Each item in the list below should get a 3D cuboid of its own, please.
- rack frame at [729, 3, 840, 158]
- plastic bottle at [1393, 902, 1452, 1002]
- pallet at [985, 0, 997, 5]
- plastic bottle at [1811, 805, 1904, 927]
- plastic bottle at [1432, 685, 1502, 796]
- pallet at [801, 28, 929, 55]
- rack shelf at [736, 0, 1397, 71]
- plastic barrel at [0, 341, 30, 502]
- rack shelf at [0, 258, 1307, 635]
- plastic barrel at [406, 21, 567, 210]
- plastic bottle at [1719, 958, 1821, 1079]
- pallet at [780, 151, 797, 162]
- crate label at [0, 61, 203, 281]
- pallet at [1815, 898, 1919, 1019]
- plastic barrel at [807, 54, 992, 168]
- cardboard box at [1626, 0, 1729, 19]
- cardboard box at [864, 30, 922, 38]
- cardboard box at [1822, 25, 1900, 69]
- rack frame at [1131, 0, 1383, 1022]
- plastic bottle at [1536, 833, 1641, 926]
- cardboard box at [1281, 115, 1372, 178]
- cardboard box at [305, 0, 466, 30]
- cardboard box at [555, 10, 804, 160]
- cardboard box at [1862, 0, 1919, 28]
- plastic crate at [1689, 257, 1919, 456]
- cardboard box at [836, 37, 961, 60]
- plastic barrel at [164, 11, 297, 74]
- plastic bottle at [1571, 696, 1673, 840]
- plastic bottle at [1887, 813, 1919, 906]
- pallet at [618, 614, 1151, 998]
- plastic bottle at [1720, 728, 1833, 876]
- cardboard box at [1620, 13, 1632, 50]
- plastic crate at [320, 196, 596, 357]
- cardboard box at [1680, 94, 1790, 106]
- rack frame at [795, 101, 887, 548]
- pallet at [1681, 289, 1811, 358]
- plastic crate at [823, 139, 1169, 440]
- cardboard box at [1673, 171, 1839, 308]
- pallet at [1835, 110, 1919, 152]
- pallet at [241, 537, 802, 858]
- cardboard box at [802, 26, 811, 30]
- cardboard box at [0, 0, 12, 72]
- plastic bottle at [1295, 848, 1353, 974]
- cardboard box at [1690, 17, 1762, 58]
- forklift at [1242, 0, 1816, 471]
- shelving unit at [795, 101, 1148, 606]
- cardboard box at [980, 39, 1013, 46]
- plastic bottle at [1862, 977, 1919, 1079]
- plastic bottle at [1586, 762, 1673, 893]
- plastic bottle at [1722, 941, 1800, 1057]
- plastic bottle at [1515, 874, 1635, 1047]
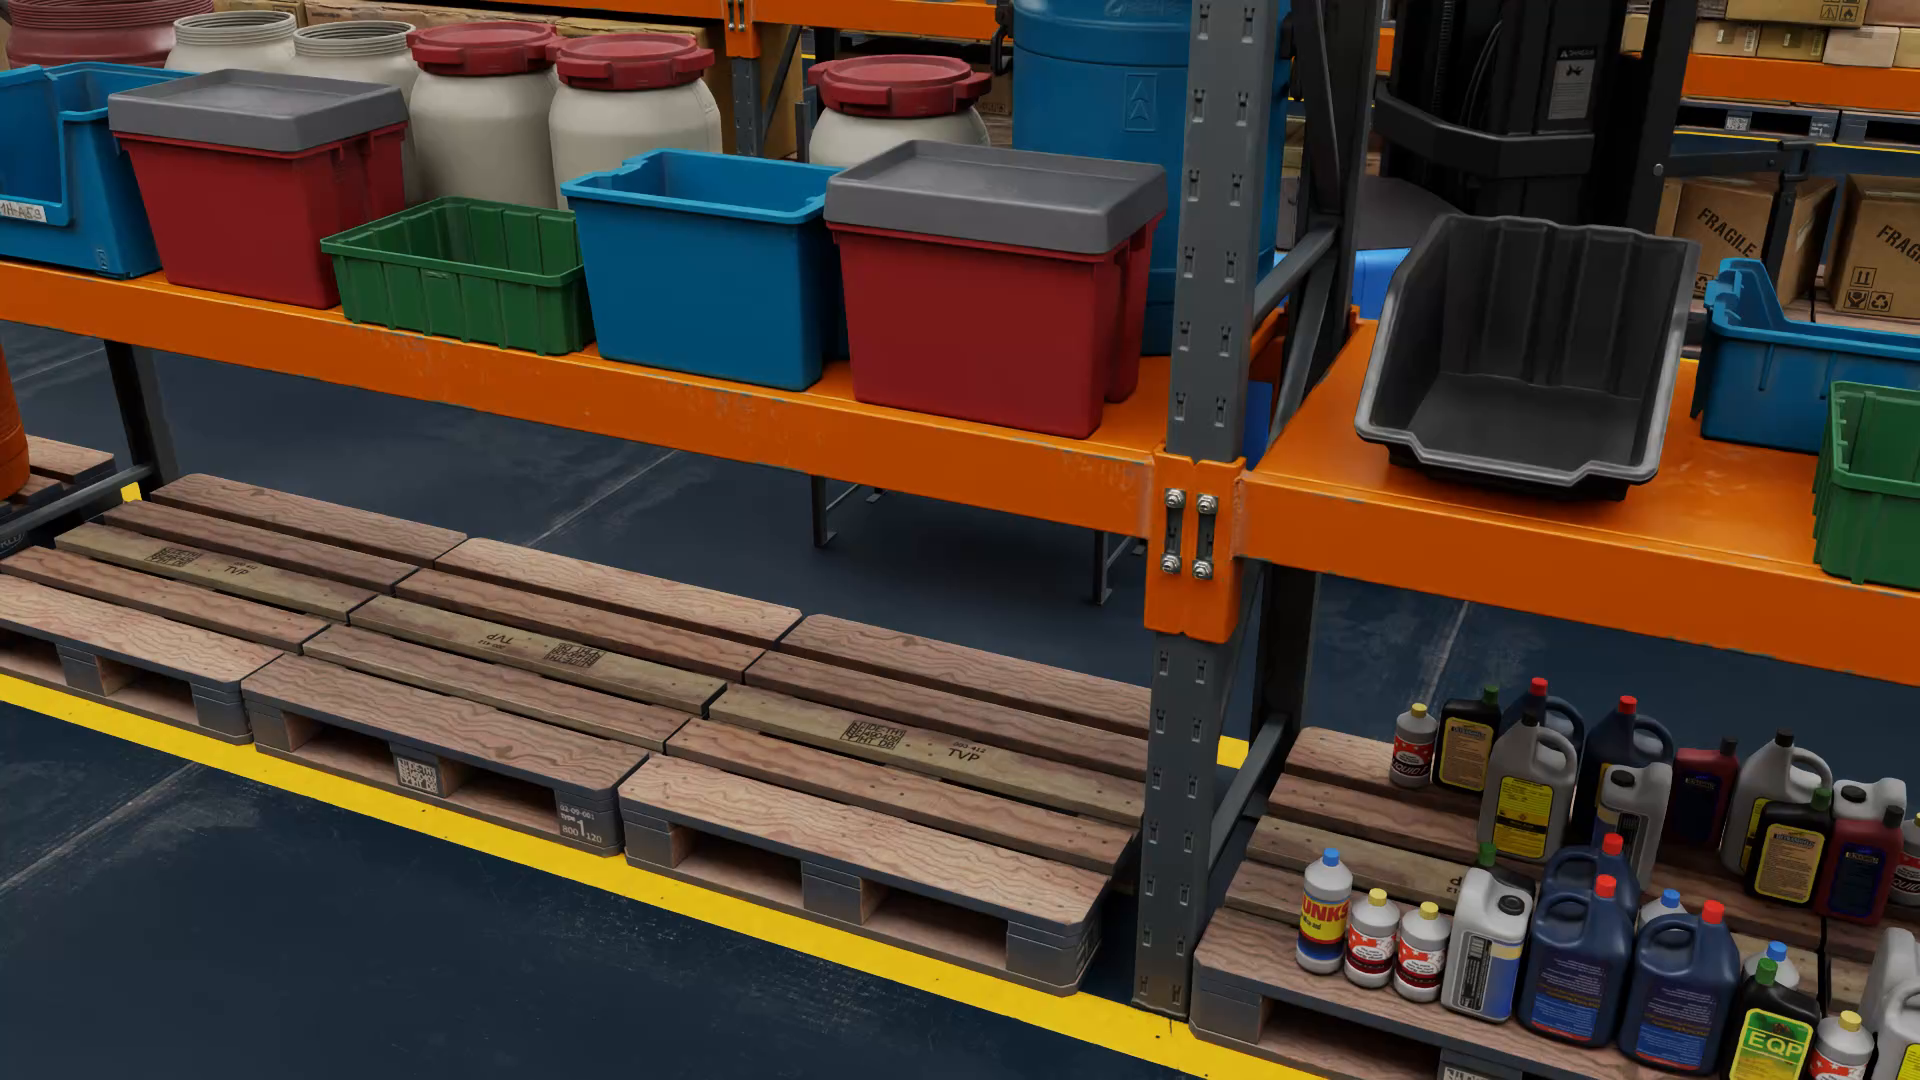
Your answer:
[{"bbox_3d":[-0.950,-3.231,8.918,0.127,3.000,1.000,11,28,22],"label":"rack frame"},{"bbox_3d":[0.935,0.821,3.356,0.097,0.201,0.097,0,26,0],"label":"plastic bottle"},{"bbox_3d":[0.869,-2.800,8.258,1.213,0.211,1.003,11,28,22],"label":"pallet"},{"bbox_3d":[1.918,0.683,3.544,0.133,0.283,0.061,11,28,22],"label":"plastic bottle"},{"bbox_3d":[1.216,0.468,3.981,0.133,0.283,0.061,13,29,24],"label":"plastic bottle"},{"bbox_3d":[-0.622,-4.323,14.292,1.213,0.211,1.003,11,28,22],"label":"pallet"},{"bbox_3d":[0.871,-2.543,8.334,4.000,0.370,1.077,11,28,22],"label":"rack shelf"},{"bbox_3d":[-3.452,-0.537,5.427,0.708,0.830,0.600,11,28,22],"label":"plastic barrel"},{"bbox_3d":[-1.179,-0.552,4.289,4.000,0.370,1.077,11,28,22],"label":"rack shelf"},{"bbox_3d":[-1.200,-1.046,4.325,0.433,0.535,0.433,0,26,0],"label":"plastic barrel"},{"bbox_3d":[1.509,0.909,3.086,0.133,0.283,0.061,13,29,24],"label":"plastic bottle"},{"bbox_3d":[-1.636,-2.155,9.888,1.213,0.211,1.003,11,28,22],"label":"pallet"},{"bbox_3d":[-2.207,-0.965,4.275,0.616,0.435,0.502,11,28,22],"label":"crate label"},{"bbox_3d":[2.350,1.104,3.268,1.213,0.211,1.003,11,28,22],"label":"pallet"},{"bbox_3d":[-0.139,-0.833,3.891,0.433,0.535,0.433,0,26,0],"label":"plastic barrel"},{"bbox_3d":[3.076,-2.571,7.127,0.500,0.500,0.875,11,28,22],"label":"cardboard box"},{"bbox_3d":[-0.471,-4.476,13.800,0.500,0.500,0.500,10,28,20],"label":"cardboard box"},{"bbox_3d":[3.666,-2.037,6.777,0.250,0.149,0.380,11,28,22],"label":"cardboard box"},{"bbox_3d":[0.641,-0.509,3.387,0.127,3.000,1.000,11,28,22],"label":"rack frame"},{"bbox_3d":[1.264,0.739,3.354,0.185,0.351,0.144,11,28,22],"label":"plastic bottle"},{"bbox_3d":[1.715,-1.792,8.325,0.500,0.500,0.700,11,28,21],"label":"cardboard box"},{"bbox_3d":[-3.186,-2.926,10.227,0.875,0.875,1.225,10,28,20],"label":"cardboard box"},{"bbox_3d":[-1.569,-2.601,9.567,0.875,0.875,1.225,10,28,19],"label":"cardboard box"},{"bbox_3d":[4.013,-2.415,6.809,0.500,0.500,0.875,11,28,22],"label":"cardboard box"},{"bbox_3d":[1.761,-0.349,3.231,0.616,0.251,0.499,11,28,22],"label":"plastic crate"},{"bbox_3d":[-0.327,-2.533,8.983,0.500,0.250,0.500,13,29,24],"label":"cardboard box"},{"bbox_3d":[-1.975,-1.188,4.640,0.421,0.512,0.421,0,26,0],"label":"plastic barrel"},{"bbox_3d":[1.522,0.519,3.800,0.185,0.351,0.144,10,28,19],"label":"plastic bottle"},{"bbox_3d":[2.081,0.687,3.628,0.097,0.201,0.097,0,26,0],"label":"plastic bottle"},{"bbox_3d":[-0.090,0.614,4.263,1.213,0.211,1.003,11,28,22],"label":"pallet"},{"bbox_3d":[1.816,0.578,3.680,0.185,0.351,0.144,11,28,21],"label":"plastic bottle"},{"bbox_3d":[2.763,-2.227,7.162,0.250,0.149,0.380,11,28,22],"label":"cardboard box"},{"bbox_3d":[-1.061,-0.618,3.850,0.662,0.188,0.450,11,28,22],"label":"plastic crate"},{"bbox_3d":[5.380,-3.568,11.531,0.875,0.875,0.875,12,29,23],"label":"cardboard box"},{"bbox_3d":[-0.385,-0.750,5.576,0.032,1.500,0.500,11,28,22],"label":"rack frame"},{"bbox_3d":[3.318,-1.140,7.828,1.213,0.211,1.003,11,28,22],"label":"pallet"},{"bbox_3d":[0.074,-0.503,3.303,0.583,0.464,0.402,11,28,22],"label":"plastic crate"},{"bbox_3d":[3.564,-1.376,7.504,0.500,0.500,0.500,22,34,38],"label":"cardboard box"},{"bbox_3d":[6.611,-2.832,11.263,1.213,0.211,1.003,11,28,22],"label":"pallet"},{"bbox_3d":[-1.204,0.392,4.715,1.213,0.211,1.003,11,28,22],"label":"pallet"},{"bbox_3d":[-1.401,-4.668,14.190,0.500,0.500,0.500,13,29,24],"label":"cardboard box"},{"bbox_3d":[-5.978,-3.515,11.424,0.875,0.875,0.875,11,28,22],"label":"cardboard box"},{"bbox_3d":[0.750,0.753,3.416,0.097,0.271,0.097,0,26,0],"label":"plastic bottle"},{"bbox_3d":[3.224,-2.142,6.988,0.250,0.149,0.380,11,28,22],"label":"cardboard box"},{"bbox_3d":[2.270,-1.536,5.551,3.031,2.935,1.130,-5,27,-10],"label":"forklift"},{"bbox_3d":[0.078,-0.657,5.387,1.048,1.500,0.538,11,28,22],"label":"shelving unit"},{"bbox_3d":[0.488,-4.290,13.421,0.500,0.500,0.500,11,28,22],"label":"cardboard box"},{"bbox_3d":[1.763,0.909,3.008,0.185,0.351,0.144,11,28,21],"label":"plastic bottle"},{"bbox_3d":[1.483,0.617,3.686,0.135,0.276,0.152,11,28,22],"label":"plastic bottle"},{"bbox_3d":[1.526,0.879,3.160,0.097,0.271,0.097,0,26,0],"label":"plastic bottle"},{"bbox_3d":[1.204,0.797,3.236,0.185,0.351,0.144,12,29,23],"label":"plastic bottle"}]
